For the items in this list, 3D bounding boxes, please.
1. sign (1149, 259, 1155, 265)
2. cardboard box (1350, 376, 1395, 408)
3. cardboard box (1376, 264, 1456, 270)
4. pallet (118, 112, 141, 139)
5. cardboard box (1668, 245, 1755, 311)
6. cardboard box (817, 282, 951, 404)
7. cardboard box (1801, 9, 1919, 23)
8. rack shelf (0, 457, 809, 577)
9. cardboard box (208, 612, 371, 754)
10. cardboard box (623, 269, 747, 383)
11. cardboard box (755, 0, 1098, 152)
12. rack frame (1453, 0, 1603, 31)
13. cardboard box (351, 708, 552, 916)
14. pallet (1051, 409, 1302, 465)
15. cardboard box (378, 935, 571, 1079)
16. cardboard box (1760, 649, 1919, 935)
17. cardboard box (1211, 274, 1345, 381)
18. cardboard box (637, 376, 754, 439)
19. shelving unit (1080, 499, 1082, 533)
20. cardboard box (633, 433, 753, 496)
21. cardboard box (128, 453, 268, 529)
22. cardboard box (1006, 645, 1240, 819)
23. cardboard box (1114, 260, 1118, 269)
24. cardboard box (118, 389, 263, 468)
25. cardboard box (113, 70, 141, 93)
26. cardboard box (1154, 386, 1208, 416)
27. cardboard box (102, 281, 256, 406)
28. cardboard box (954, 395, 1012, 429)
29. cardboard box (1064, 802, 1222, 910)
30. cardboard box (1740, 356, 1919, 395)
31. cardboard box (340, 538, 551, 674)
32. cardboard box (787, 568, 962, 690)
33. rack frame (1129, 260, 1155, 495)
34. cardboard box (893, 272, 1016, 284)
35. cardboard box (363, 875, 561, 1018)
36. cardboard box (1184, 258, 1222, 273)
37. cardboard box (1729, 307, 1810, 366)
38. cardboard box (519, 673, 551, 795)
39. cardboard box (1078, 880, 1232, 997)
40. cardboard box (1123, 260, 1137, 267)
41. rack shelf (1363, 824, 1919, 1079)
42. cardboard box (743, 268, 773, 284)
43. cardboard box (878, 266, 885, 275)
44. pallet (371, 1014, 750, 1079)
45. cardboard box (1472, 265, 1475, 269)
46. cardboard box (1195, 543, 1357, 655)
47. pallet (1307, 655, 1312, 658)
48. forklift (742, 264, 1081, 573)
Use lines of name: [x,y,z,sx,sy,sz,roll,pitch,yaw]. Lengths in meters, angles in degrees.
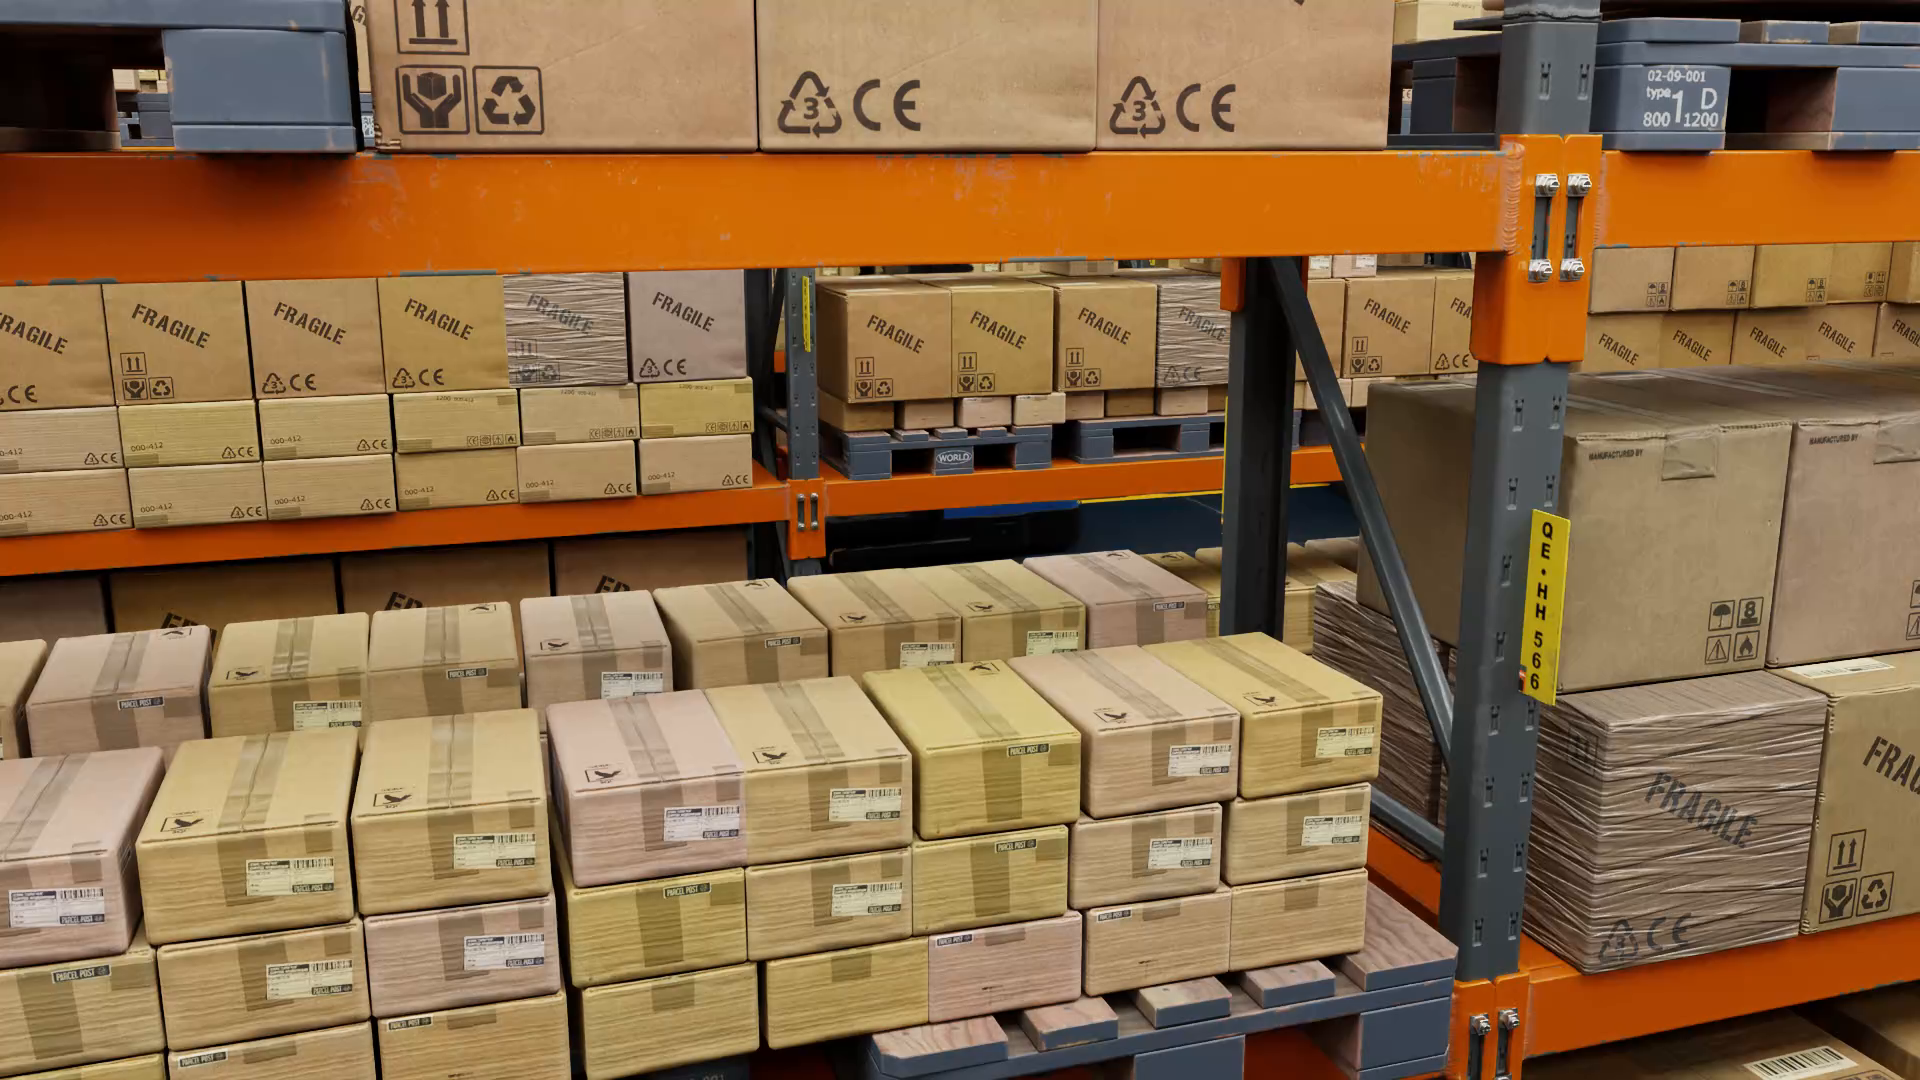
sign: [1.527,-2.347,13.195,0.005,0.325,0.100,-4,14,-18]
cardboard box: [2.043,-0.793,8.629,0.250,0.149,0.380,-5,14,-19]
cardboard box: [2.395,-1.278,9.266,0.500,0.500,0.500,-4,14,-17]
pallet: [-5.597,-2.750,11.147,1.003,0.211,1.213,-4,14,-18]
cardboard box: [3.908,-1.549,9.155,0.500,0.500,0.700,-4,14,-18]
cardboard box: [-0.360,-0.937,7.832,0.500,0.500,0.500,-5,14,-20]
cardboard box: [2.045,-1.160,3.255,0.500,0.250,0.500,-4,14,-17]
rack shelf: [-2.756,-0.059,7.463,4.000,0.370,1.077,-4,14,-18]
cardboard box: [-1.168,0.257,2.931,0.250,0.149,0.380,-5,14,-19]
cardboard box: [-1.267,-0.996,7.471,0.500,0.500,0.500,-5,14,-20]
cardboard box: [-0.115,-0.849,2.530,0.500,0.500,0.500,-4,14,-18]
rack frame: [0.814,-2.397,2.773,0.127,3.000,1.000,-4,14,-18]
cardboard box: [-0.730,0.382,2.405,0.250,0.149,0.380,-4,14,-15]
pallet: [1.003,-0.618,8.674,1.213,0.211,1.003,-4,14,-18]
cardboard box: [-0.724,0.670,2.478,0.250,0.149,0.380,-4,14,-16]
cardboard box: [1.807,0.461,3.507,0.500,0.500,0.500,-5,14,-19]
cardboard box: [1.606,-1.091,8.482,0.500,0.500,0.500,-4,14,-16]
cardboard box: [-1.238,-0.635,7.575,0.500,0.250,0.500,-5,14,-18]
shelving unit: [0.768,-0.652,12.289,0.189,1.200,0.258,-5,14,-20]
cardboard box: [-1.257,-0.389,7.621,0.500,0.250,0.500,-5,14,-20]
cardboard box: [-3.169,-0.236,6.976,0.500,0.250,0.500,-5,14,-19]
cardboard box: [0.257,0.305,2.729,0.250,0.149,0.380,-5,14,-19]
cardboard box: [1.092,-2.230,13.420,0.250,0.149,0.380,-4,14,-16]
cardboard box: [-3.172,-0.478,6.915,0.500,0.250,0.500,-4,14,-17]
cardboard box: [-3.340,-1.828,6.460,0.250,0.166,0.380,-5,14,-22]
cardboard box: [1.055,-0.730,8.367,0.250,0.149,0.380,-4,14,-16]
cardboard box: [-3.193,-0.846,6.840,0.500,0.500,0.500,-5,14,-19]
cardboard box: [0.060,-0.645,8.009,0.250,0.149,0.380,-5,14,-22]
cardboard box: [0.239,0.451,2.756,0.250,0.149,0.380,-4,14,-16]
cardboard box: [2.208,-0.120,3.790,0.500,0.500,0.700,-5,14,-19]
cardboard box: [-2.388,0.371,7.787,0.875,0.875,0.875,-4,14,-17]
cardboard box: [-0.173,0.179,3.256,0.250,0.149,0.380,-5,14,-18]
rack frame: [1.344,-1.940,13.817,0.127,3.000,1.000,-4,14,-18]
cardboard box: [-0.031,-1.089,8.474,0.500,0.500,0.500,-5,14,-19]
cardboard box: [-0.730,0.527,2.438,0.250,0.149,0.380,-4,14,-17]
cardboard box: [1.376,-1.505,8.820,0.250,0.149,0.380,-4,14,-15]
cardboard box: [4.385,-1.093,9.396,0.500,0.500,0.500,-5,14,-19]
cardboard box: [-0.691,0.364,3.122,0.250,0.149,0.380,-4,14,-18]
cardboard box: [0.258,0.595,2.796,0.250,0.149,0.380,-4,14,-18]
cardboard box: [1.567,-2.384,14.067,0.250,0.149,0.380,-5,14,-18]
rack shelf: [2.710,0.724,4.171,4.000,0.370,1.077,-4,14,-18]
cardboard box: [-1.563,-2.013,12.504,0.250,0.149,0.380,-4,14,-17]
cardboard box: [-0.615,-2.106,12.897,0.250,0.149,0.380,-4,14,-18]
pallet: [-1.049,0.770,2.838,1.213,0.211,1.003,-4,14,-18]
cardboard box: [4.258,-2.154,14.499,0.500,0.500,0.500,-4,14,-16]
cardboard box: [1.754,0.315,9.106,0.625,0.372,0.950,-4,14,-15]
pallet: [2.194,0.563,9.321,1.213,0.211,1.003,-4,14,-18]
forklift: [-0.712,-1.343,11.455,3.031,2.935,1.130,-5,14,-20]
